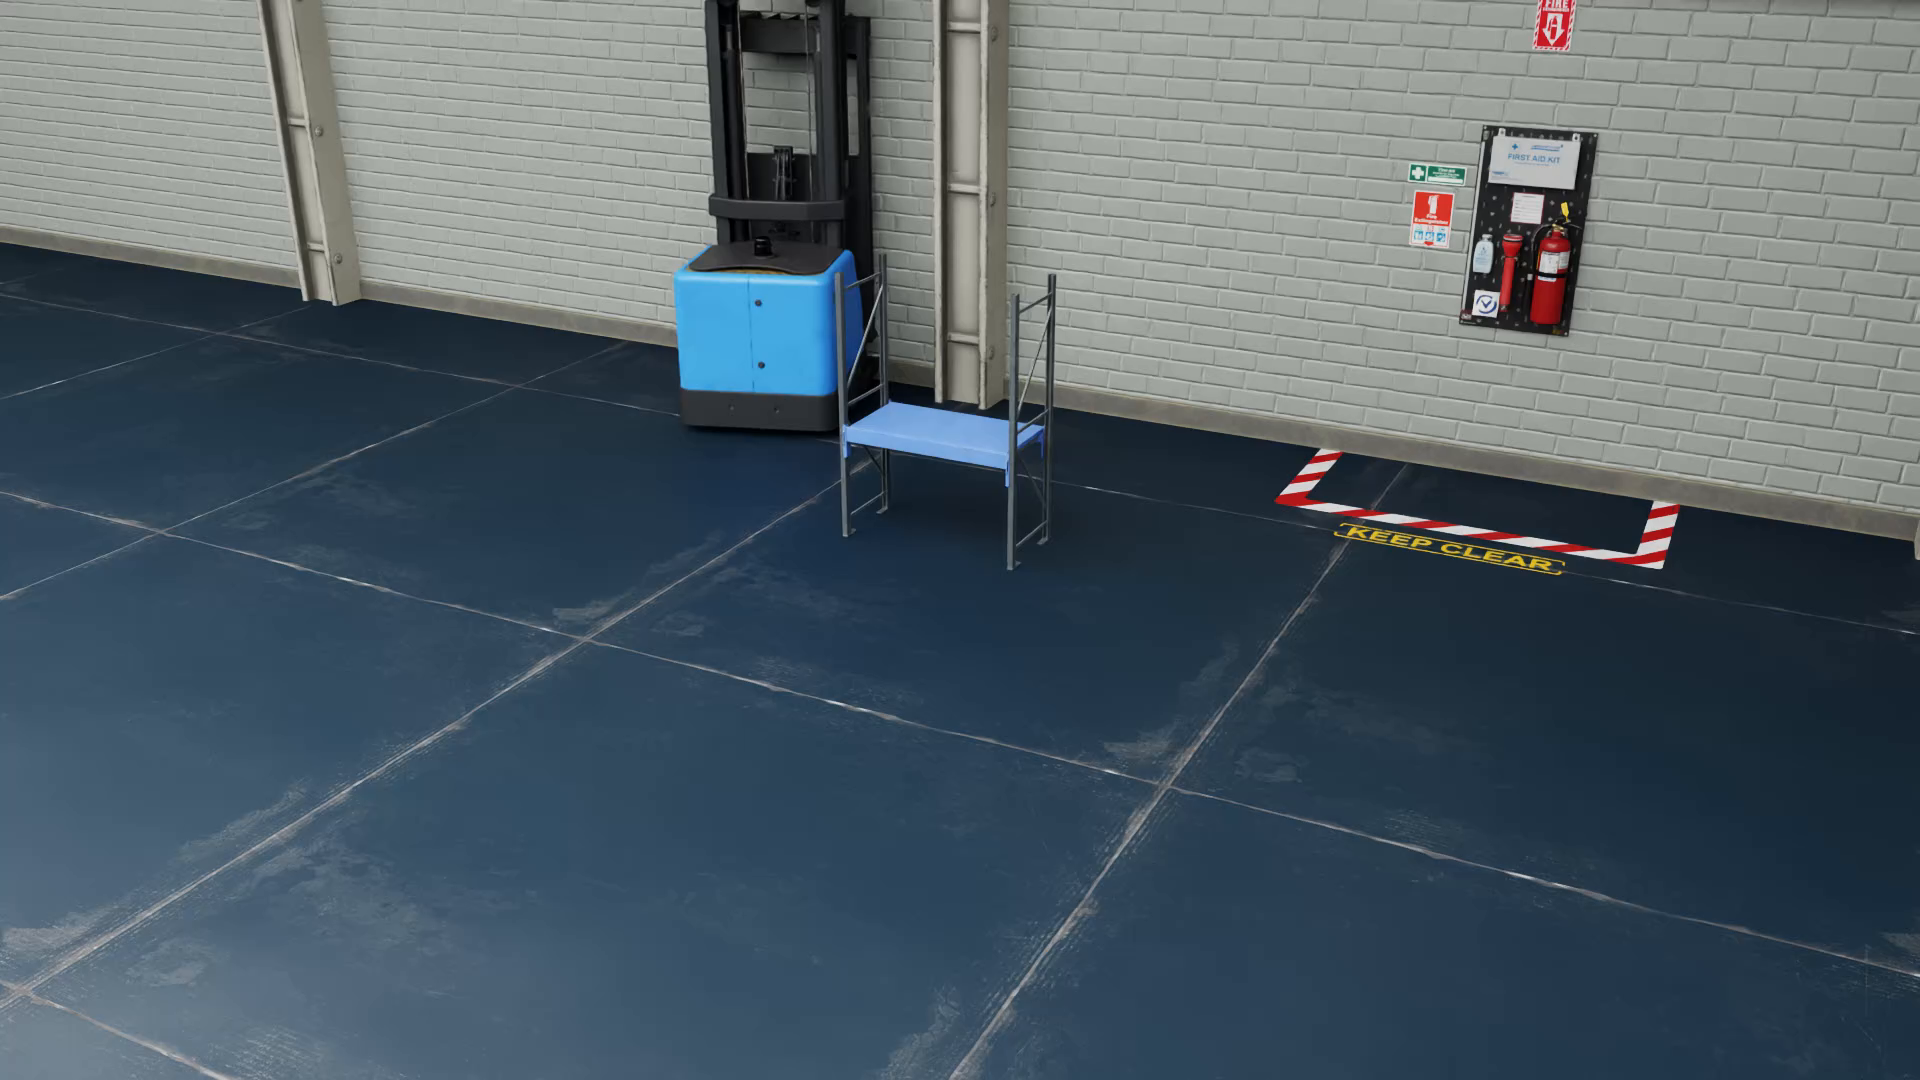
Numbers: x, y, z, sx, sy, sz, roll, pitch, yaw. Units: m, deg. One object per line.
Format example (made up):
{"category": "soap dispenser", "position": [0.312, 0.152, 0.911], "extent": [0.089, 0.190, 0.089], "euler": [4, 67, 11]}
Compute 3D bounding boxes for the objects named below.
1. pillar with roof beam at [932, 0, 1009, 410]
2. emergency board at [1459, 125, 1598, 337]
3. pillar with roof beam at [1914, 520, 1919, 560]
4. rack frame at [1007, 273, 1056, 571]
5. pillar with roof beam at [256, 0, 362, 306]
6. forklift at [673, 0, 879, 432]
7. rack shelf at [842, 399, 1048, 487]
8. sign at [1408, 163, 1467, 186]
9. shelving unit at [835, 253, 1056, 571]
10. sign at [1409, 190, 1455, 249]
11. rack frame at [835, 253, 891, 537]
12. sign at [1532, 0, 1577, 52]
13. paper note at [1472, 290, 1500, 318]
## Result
{"category": "pillar with roof beam", "position": [-1.874, -3.613, 6.246], "extent": [0.400, 9.000, 9.100], "euler": [11, 25, 25]}
{"category": "emergency board", "position": [3.234, -1.746, 9.522], "extent": [0.643, 1.169, 0.194], "euler": [11, 25, 25]}
{"category": "pillar with roof beam", "position": [3.480, -2.553, 3.755], "extent": [0.400, 9.000, 9.100], "euler": [11, 25, 25]}
{"category": "rack frame", "position": [0.378, -0.615, 8.781], "extent": [0.032, 1.500, 0.500], "euler": [11, 25, 25]}
{"category": "pillar with roof beam", "position": [-7.229, -4.672, 8.738], "extent": [0.400, 9.000, 9.100], "euler": [11, 25, 25]}
{"category": "forklift", "position": [-1.110, -2.590, 11.596], "extent": [1.130, 2.935, 3.031], "euler": [3, 23, 8]}
{"category": "rack shelf", "position": [-0.076, -0.540, 9.062], "extent": [1.000, 0.185, 0.538], "euler": [11, 25, 25]}
{"category": "sign", "position": [2.788, -2.136, 9.716], "extent": [0.331, 0.109, 0.001], "euler": [11, 25, 25]}
{"category": "shelving unit", "position": [-0.076, -0.705, 8.992], "extent": [1.048, 1.500, 0.538], "euler": [11, 25, 25]}
{"category": "sign", "position": [2.787, -1.896, 9.829], "extent": [0.234, 0.329, 0.001], "euler": [11, 25, 25]}
{"category": "rack frame", "position": [-0.530, -0.795, 9.203], "extent": [0.032, 1.500, 0.500], "euler": [11, 25, 25]}
{"category": "sign", "position": [3.272, -2.849, 9.153], "extent": [0.199, 0.298, 0.001], "euler": [11, 25, 25]}
{"category": "paper note", "position": [3.108, -1.396, 9.825], "extent": [0.142, 0.148, 0.016], "euler": [11, 25, 25]}
